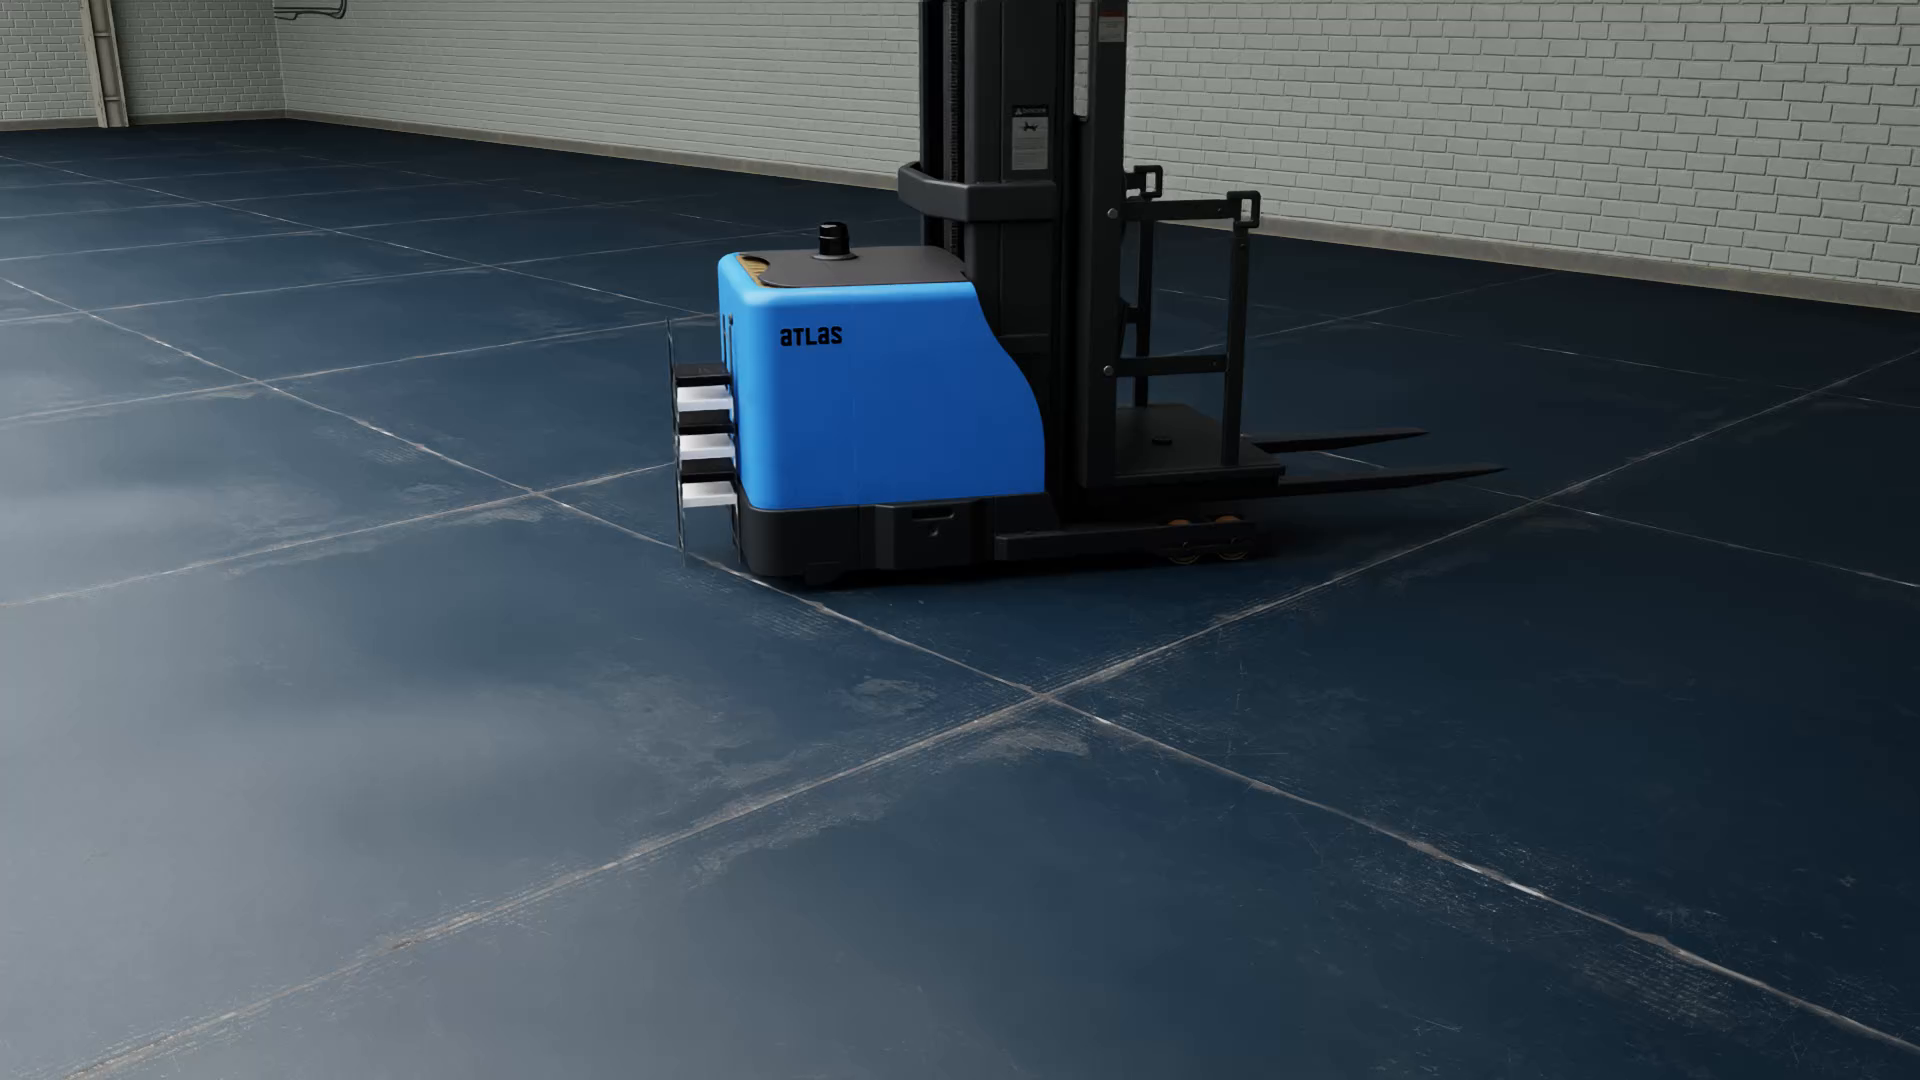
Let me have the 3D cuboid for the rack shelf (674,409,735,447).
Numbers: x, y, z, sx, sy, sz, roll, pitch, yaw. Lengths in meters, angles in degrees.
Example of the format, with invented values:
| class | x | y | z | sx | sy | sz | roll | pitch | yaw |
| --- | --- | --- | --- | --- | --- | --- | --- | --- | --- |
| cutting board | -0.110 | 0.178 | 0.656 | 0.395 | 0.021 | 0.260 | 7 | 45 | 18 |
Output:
| class | x | y | z | sx | sy | sz | roll | pitch | yaw |
| --- | --- | --- | --- | --- | --- | --- | --- | --- | --- |
| rack shelf | -0.946 | -0.418 | 6.131 | 0.200 | 0.077 | 0.258 | -4 | 18 | -13 |

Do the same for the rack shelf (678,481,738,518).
| class | x | y | z | sx | sy | sz | roll | pitch | yaw |
| --- | --- | --- | --- | --- | --- | --- | --- | --- | --- |
| rack shelf | -0.946 | -0.161 | 6.214 | 0.200 | 0.077 | 0.258 | -4 | 18 | -13 |

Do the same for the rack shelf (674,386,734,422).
| class | x | y | z | sx | sy | sz | roll | pitch | yaw |
| --- | --- | --- | --- | --- | --- | --- | --- | --- | --- |
| rack shelf | -0.946 | -0.504 | 6.103 | 0.200 | 0.077 | 0.258 | -4 | 18 | -13 |

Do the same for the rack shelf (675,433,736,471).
| class | x | y | z | sx | sy | sz | roll | pitch | yaw |
| --- | --- | --- | --- | --- | --- | --- | --- | --- | --- |
| rack shelf | -0.946 | -0.332 | 6.159 | 0.200 | 0.077 | 0.258 | -4 | 18 | -13 |

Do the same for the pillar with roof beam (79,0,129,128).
| class | x | y | z | sx | sy | sz | roll | pitch | yaw |
| --- | --- | --- | --- | --- | --- | --- | --- | --- | --- |
| pillar with roof beam | -11.205 | -10.237 | 23.469 | 0.400 | 9.000 | 9.100 | -16 | 24 | -41 |

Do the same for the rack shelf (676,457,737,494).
| class | x | y | z | sx | sy | sz | roll | pitch | yaw |
| --- | --- | --- | --- | --- | --- | --- | --- | --- | --- |
| rack shelf | -0.946 | -0.247 | 6.187 | 0.200 | 0.077 | 0.258 | -4 | 18 | -13 |

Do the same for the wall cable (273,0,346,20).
| class | x | y | z | sx | sy | sz | roll | pitch | yaw |
| --- | --- | --- | --- | --- | --- | --- | --- | --- | --- |
| wall cable | -11.114 | -10.053 | 27.935 | 0.112 | 2.526 | 3.097 | -16 | 24 | -41 |

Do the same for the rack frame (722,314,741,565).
| class | x | y | z | sx | sy | sz | roll | pitch | yaw |
| --- | --- | --- | --- | --- | --- | --- | --- | --- | --- |
| rack frame | -0.847 | -0.371 | 6.171 | 0.006 | 0.900 | 0.240 | -4 | 18 | -13 |

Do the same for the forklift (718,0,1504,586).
| class | x | y | z | sx | sy | sz | roll | pitch | yaw |
| --- | --- | --- | --- | --- | --- | --- | --- | --- | --- |
| forklift | 0.625 | -1.456 | 6.224 | 3.031 | 2.935 | 1.130 | -4 | 18 | -13 |

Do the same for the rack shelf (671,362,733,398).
| class | x | y | z | sx | sy | sz | roll | pitch | yaw |
| --- | --- | --- | --- | --- | --- | --- | --- | --- | --- |
| rack shelf | -0.946 | -0.589 | 6.076 | 0.200 | 0.077 | 0.258 | -4 | 18 | -13 |

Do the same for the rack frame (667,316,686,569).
| class | x | y | z | sx | sy | sz | roll | pitch | yaw |
| --- | --- | --- | --- | --- | --- | --- | --- | --- | --- |
| rack frame | -1.045 | -0.357 | 6.126 | 0.006 | 0.900 | 0.240 | -4 | 18 | -13 |

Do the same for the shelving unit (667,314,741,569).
| class | x | y | z | sx | sy | sz | roll | pitch | yaw |
| --- | --- | --- | --- | --- | --- | --- | --- | --- | --- |
| shelving unit | -0.946 | -0.364 | 6.149 | 0.210 | 0.900 | 0.258 | -4 | 18 | -13 |
